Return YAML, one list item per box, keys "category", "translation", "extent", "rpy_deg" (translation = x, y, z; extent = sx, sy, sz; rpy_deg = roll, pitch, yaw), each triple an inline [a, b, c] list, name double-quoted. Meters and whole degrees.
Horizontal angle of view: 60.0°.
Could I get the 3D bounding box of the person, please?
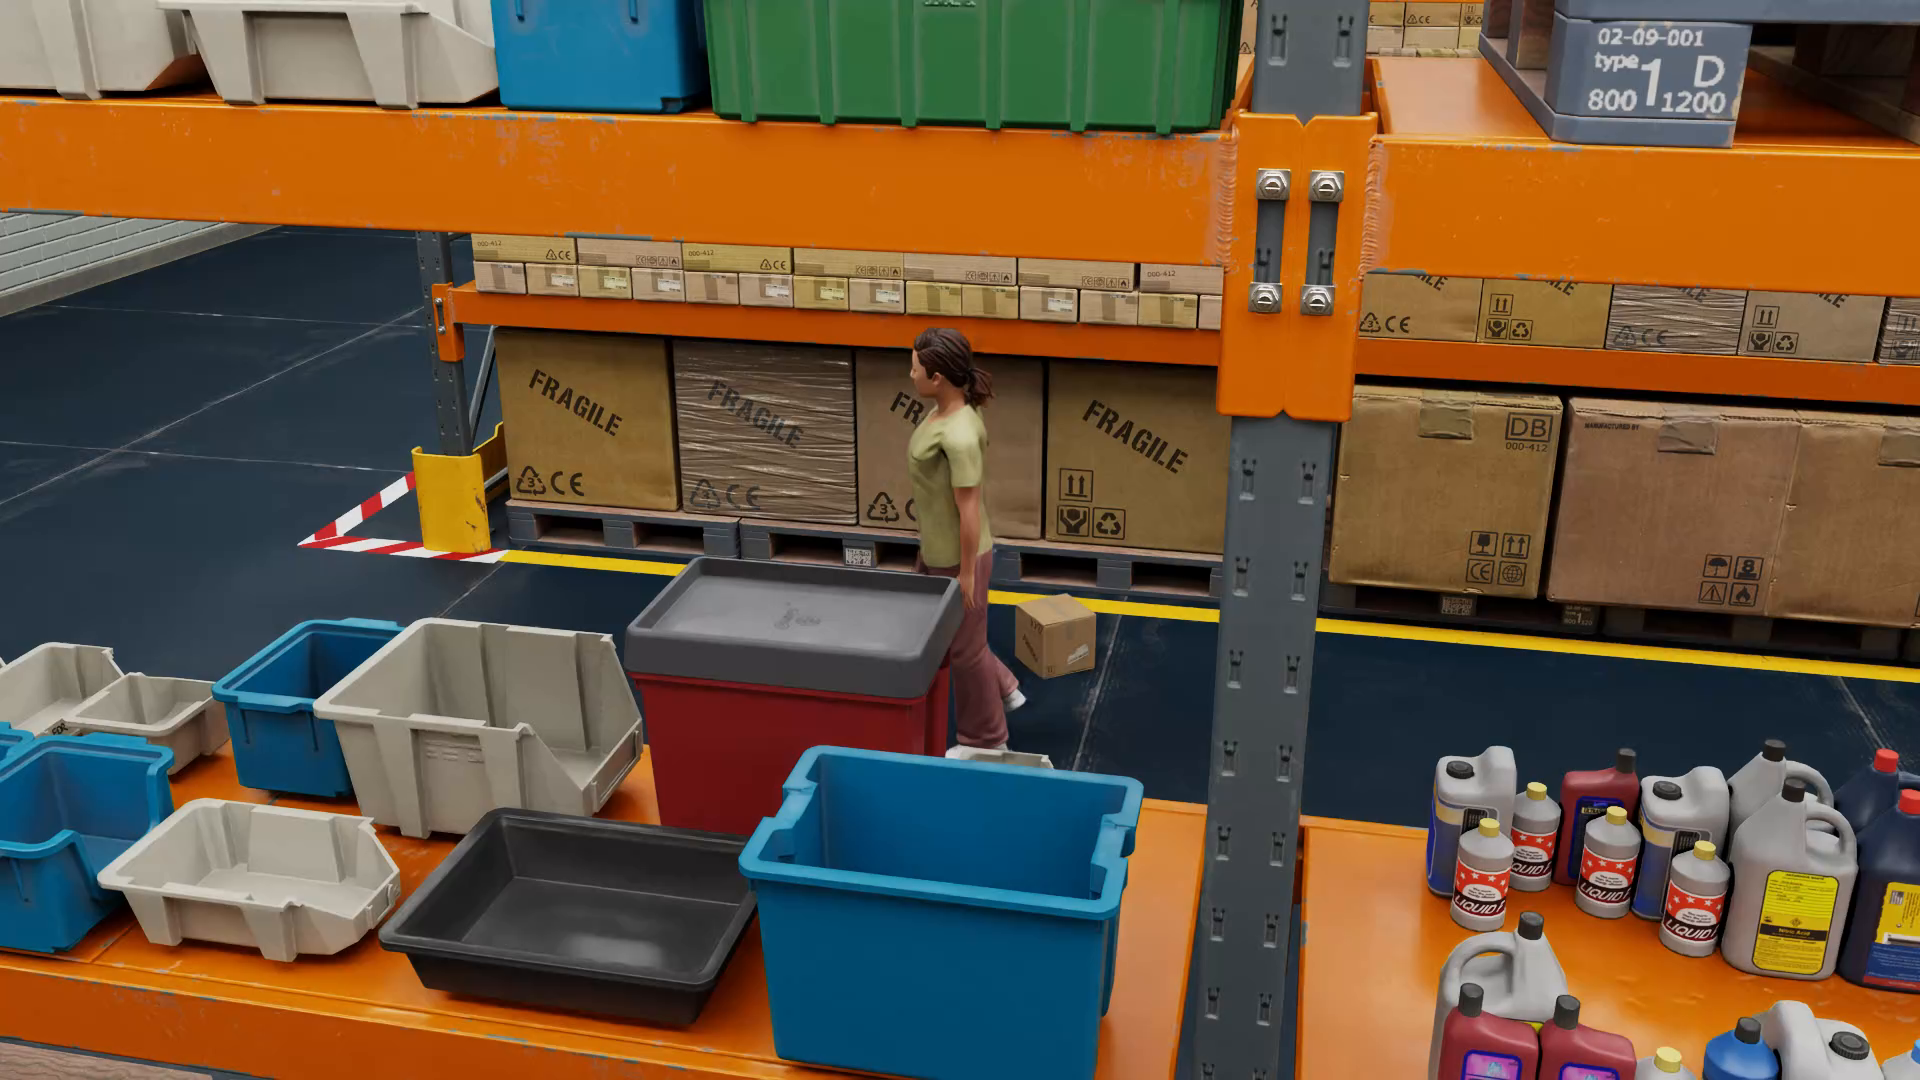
- category: "person"
  translation: [0.033, 0.023, 5.983]
  extent: [0.452, 1.666, 0.582]
  rpy_deg: [-2, 22, -5]
